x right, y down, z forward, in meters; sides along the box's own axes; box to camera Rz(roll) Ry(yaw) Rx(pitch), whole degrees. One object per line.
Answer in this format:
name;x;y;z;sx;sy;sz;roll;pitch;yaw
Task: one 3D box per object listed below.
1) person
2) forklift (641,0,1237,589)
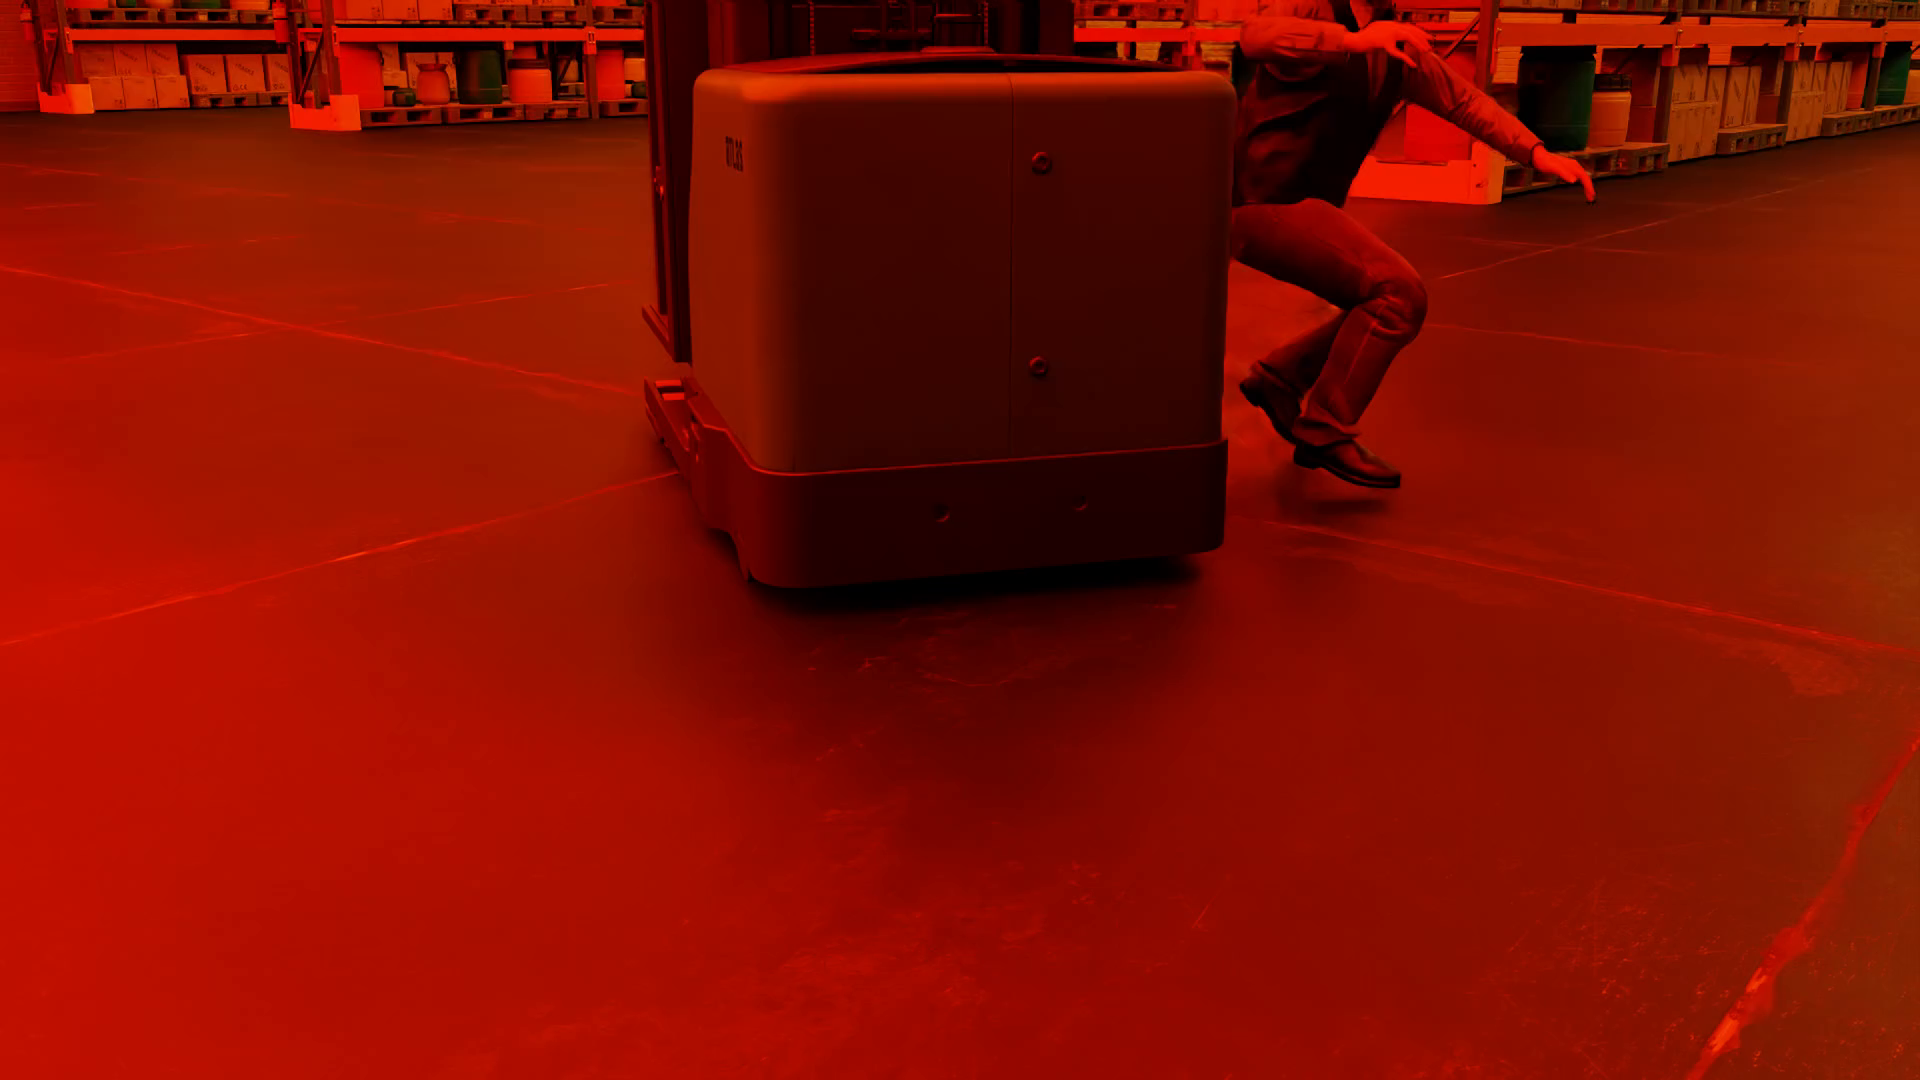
person;1.092;-0.875;4.282;0.958;1.453;0.767;9;19;28
forklift;-0.319;-1.692;4.469;1.130;2.935;3.031;-5;18;-16
